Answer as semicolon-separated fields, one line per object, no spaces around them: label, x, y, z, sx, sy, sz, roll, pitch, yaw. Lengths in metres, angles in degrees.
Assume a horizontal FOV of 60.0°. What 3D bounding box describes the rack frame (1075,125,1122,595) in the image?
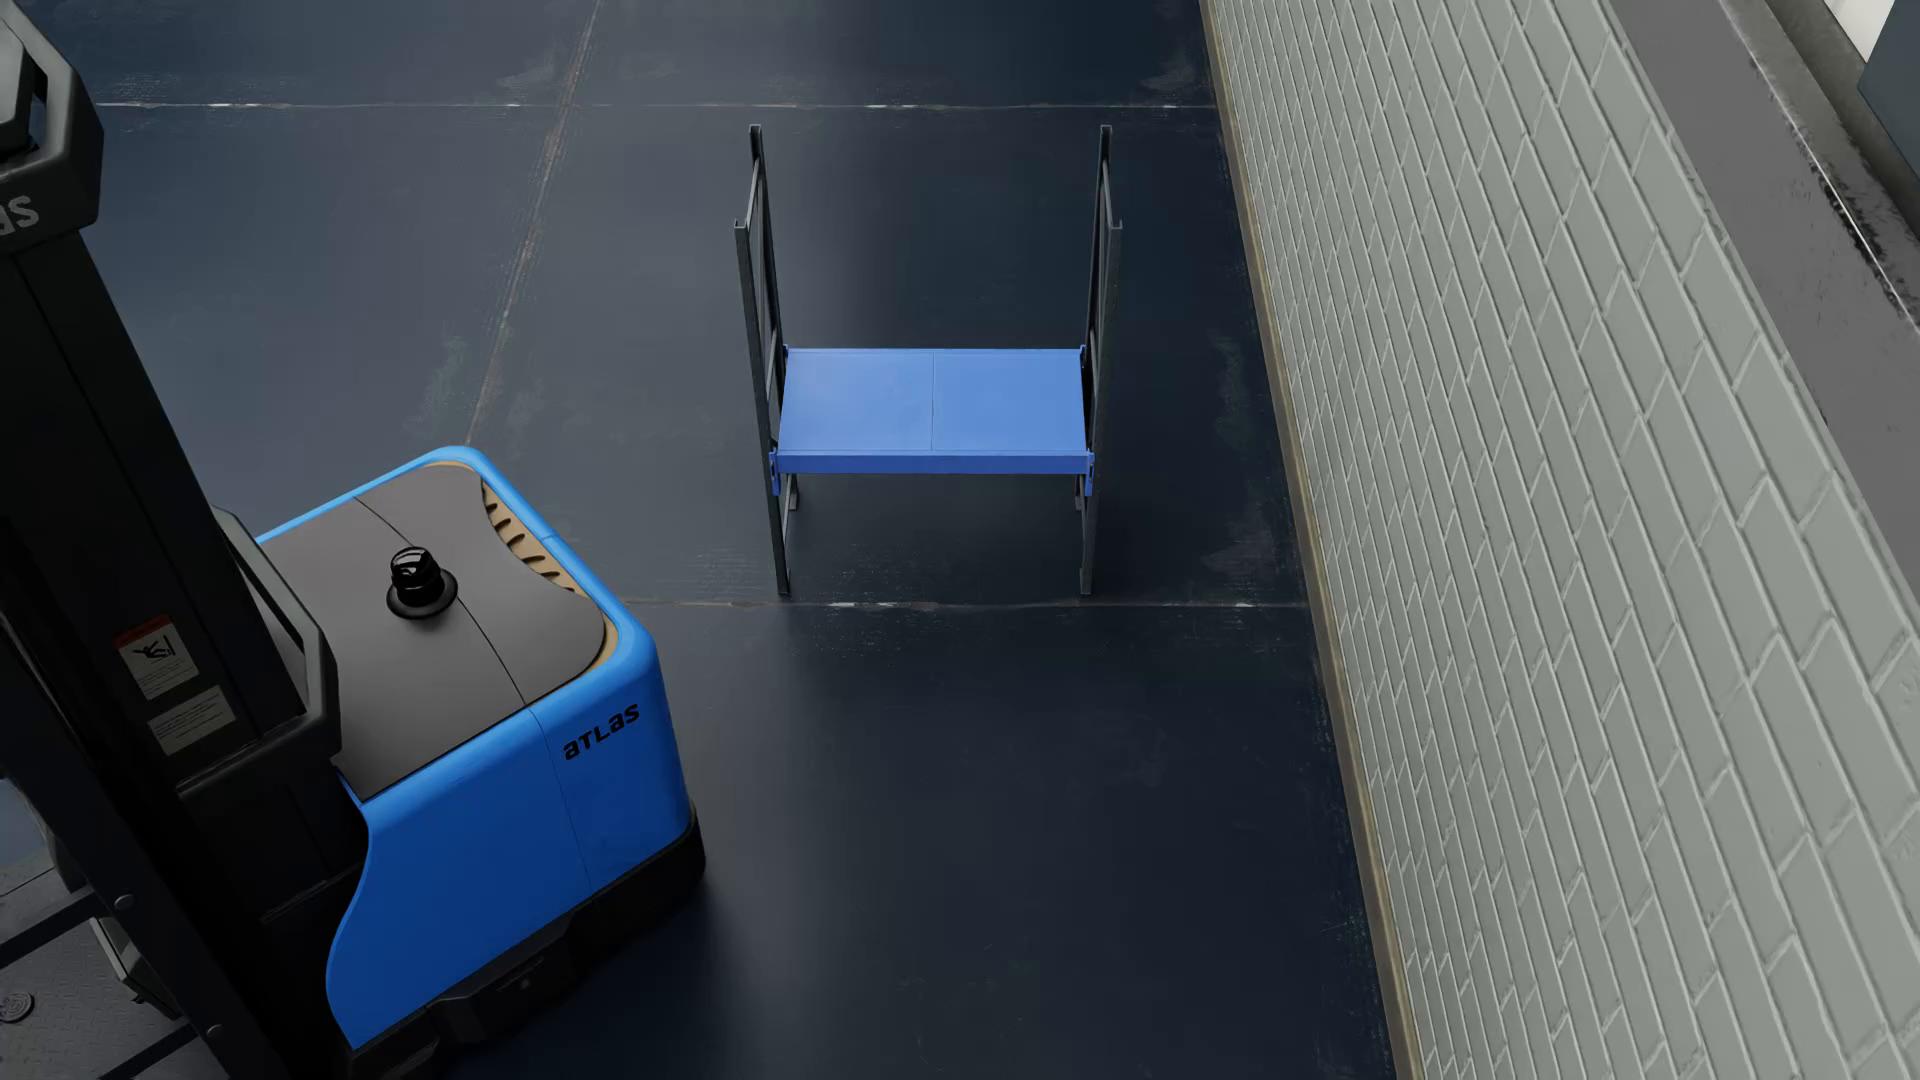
rack frame;0.423;-0.510;5.200;0.032;1.500;0.500;0;47;0

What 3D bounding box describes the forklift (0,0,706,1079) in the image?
forklift;-2.185;0.412;3.364;3.031;2.935;1.130;-32;55;-26

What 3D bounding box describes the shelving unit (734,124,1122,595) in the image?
shelving unit;-0.085;-0.511;5.201;1.048;1.500;0.538;0;47;0

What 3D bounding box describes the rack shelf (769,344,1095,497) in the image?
rack shelf;-0.085;-0.389;5.333;1.000;0.185;0.538;0;47;0

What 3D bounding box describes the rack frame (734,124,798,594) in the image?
rack frame;-0.594;-0.513;5.203;0.032;1.500;0.500;0;47;0
